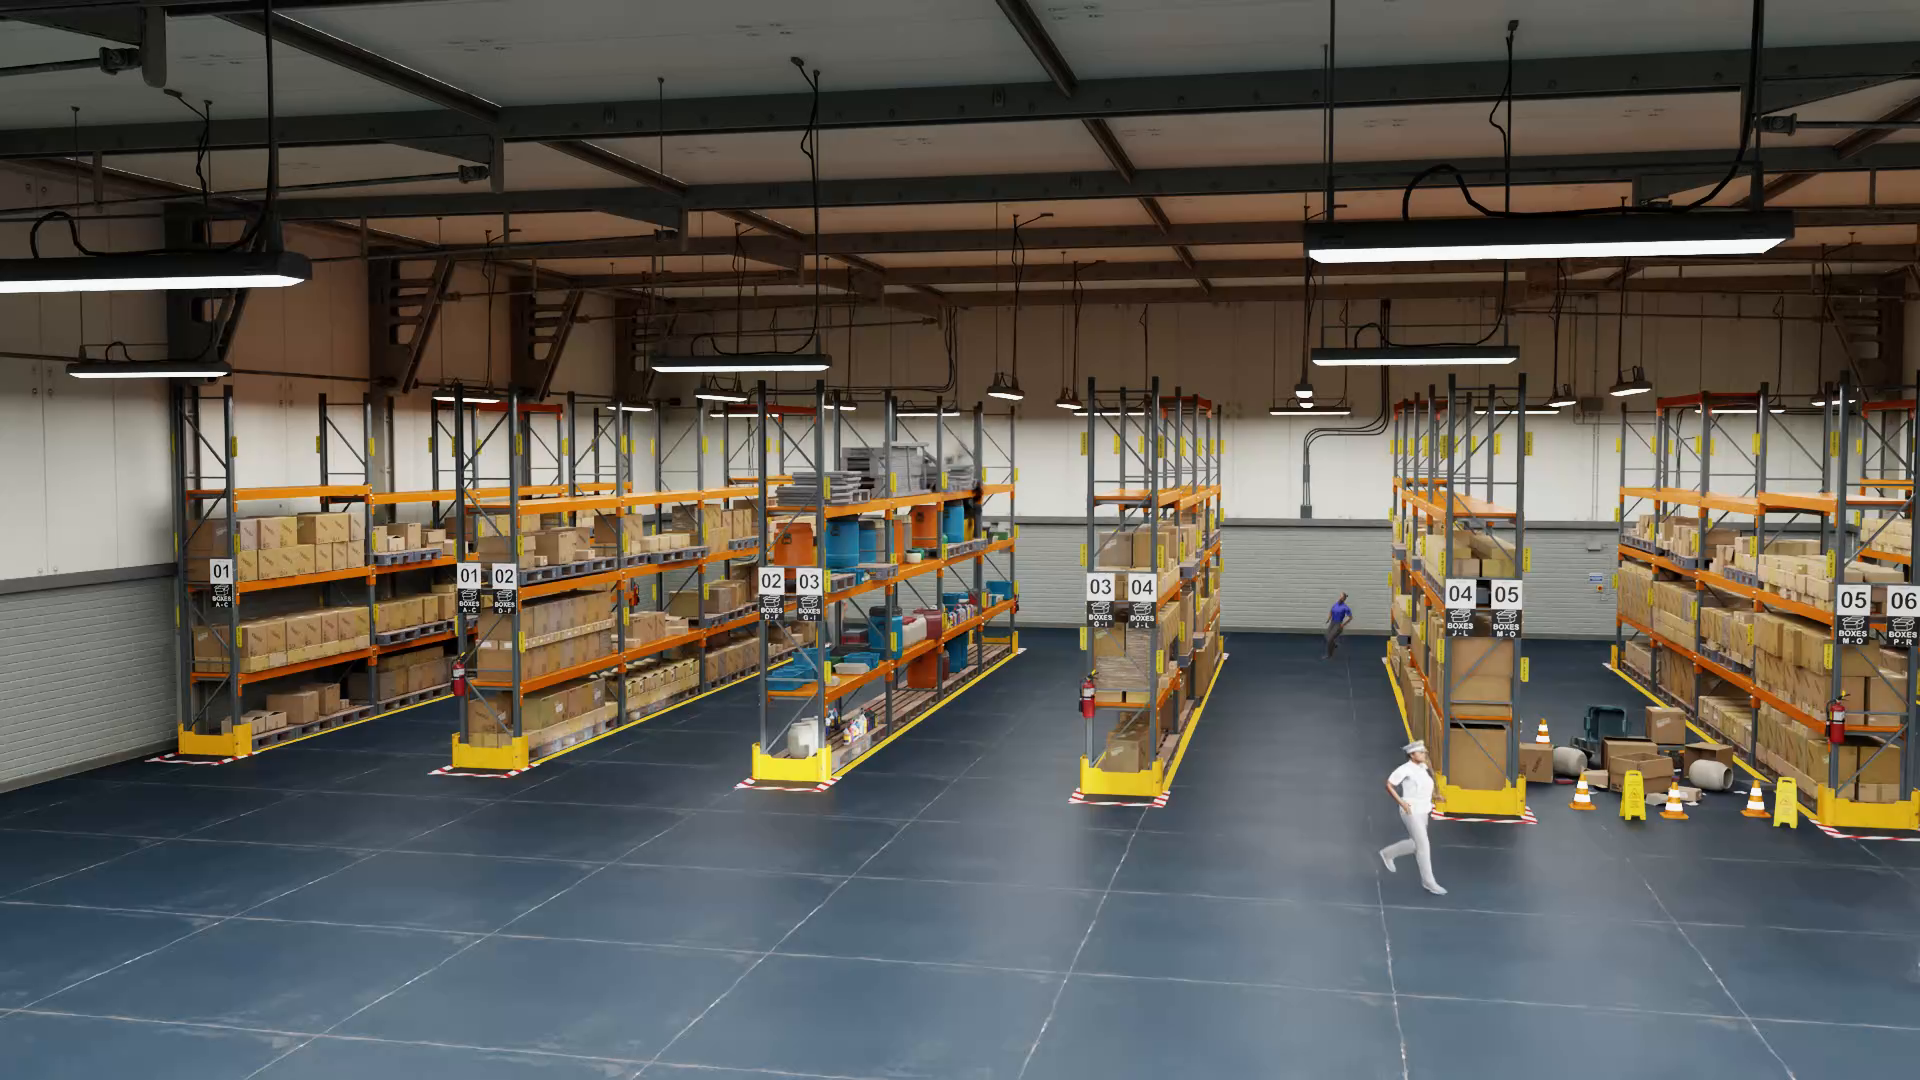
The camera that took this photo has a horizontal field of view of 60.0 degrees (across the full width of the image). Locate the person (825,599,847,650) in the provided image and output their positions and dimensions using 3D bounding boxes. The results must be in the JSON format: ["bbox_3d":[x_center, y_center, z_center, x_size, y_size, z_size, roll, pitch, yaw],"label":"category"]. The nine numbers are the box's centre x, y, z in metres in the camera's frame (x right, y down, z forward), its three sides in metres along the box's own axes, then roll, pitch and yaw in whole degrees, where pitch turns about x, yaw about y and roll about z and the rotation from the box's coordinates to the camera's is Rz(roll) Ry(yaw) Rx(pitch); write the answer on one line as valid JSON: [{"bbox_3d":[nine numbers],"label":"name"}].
[{"bbox_3d":[-2.778,1.840,36.549,0.550,1.758,0.746,0,3,6],"label":"person"}]

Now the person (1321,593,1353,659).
[{"bbox_3d":[8.859,2.025,39.052,0.589,1.566,0.649,-2,4,-31],"label":"person"}]

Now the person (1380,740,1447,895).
[{"bbox_3d":[5.144,3.105,18.905,0.580,1.705,0.898,-3,4,-43],"label":"person"}]
